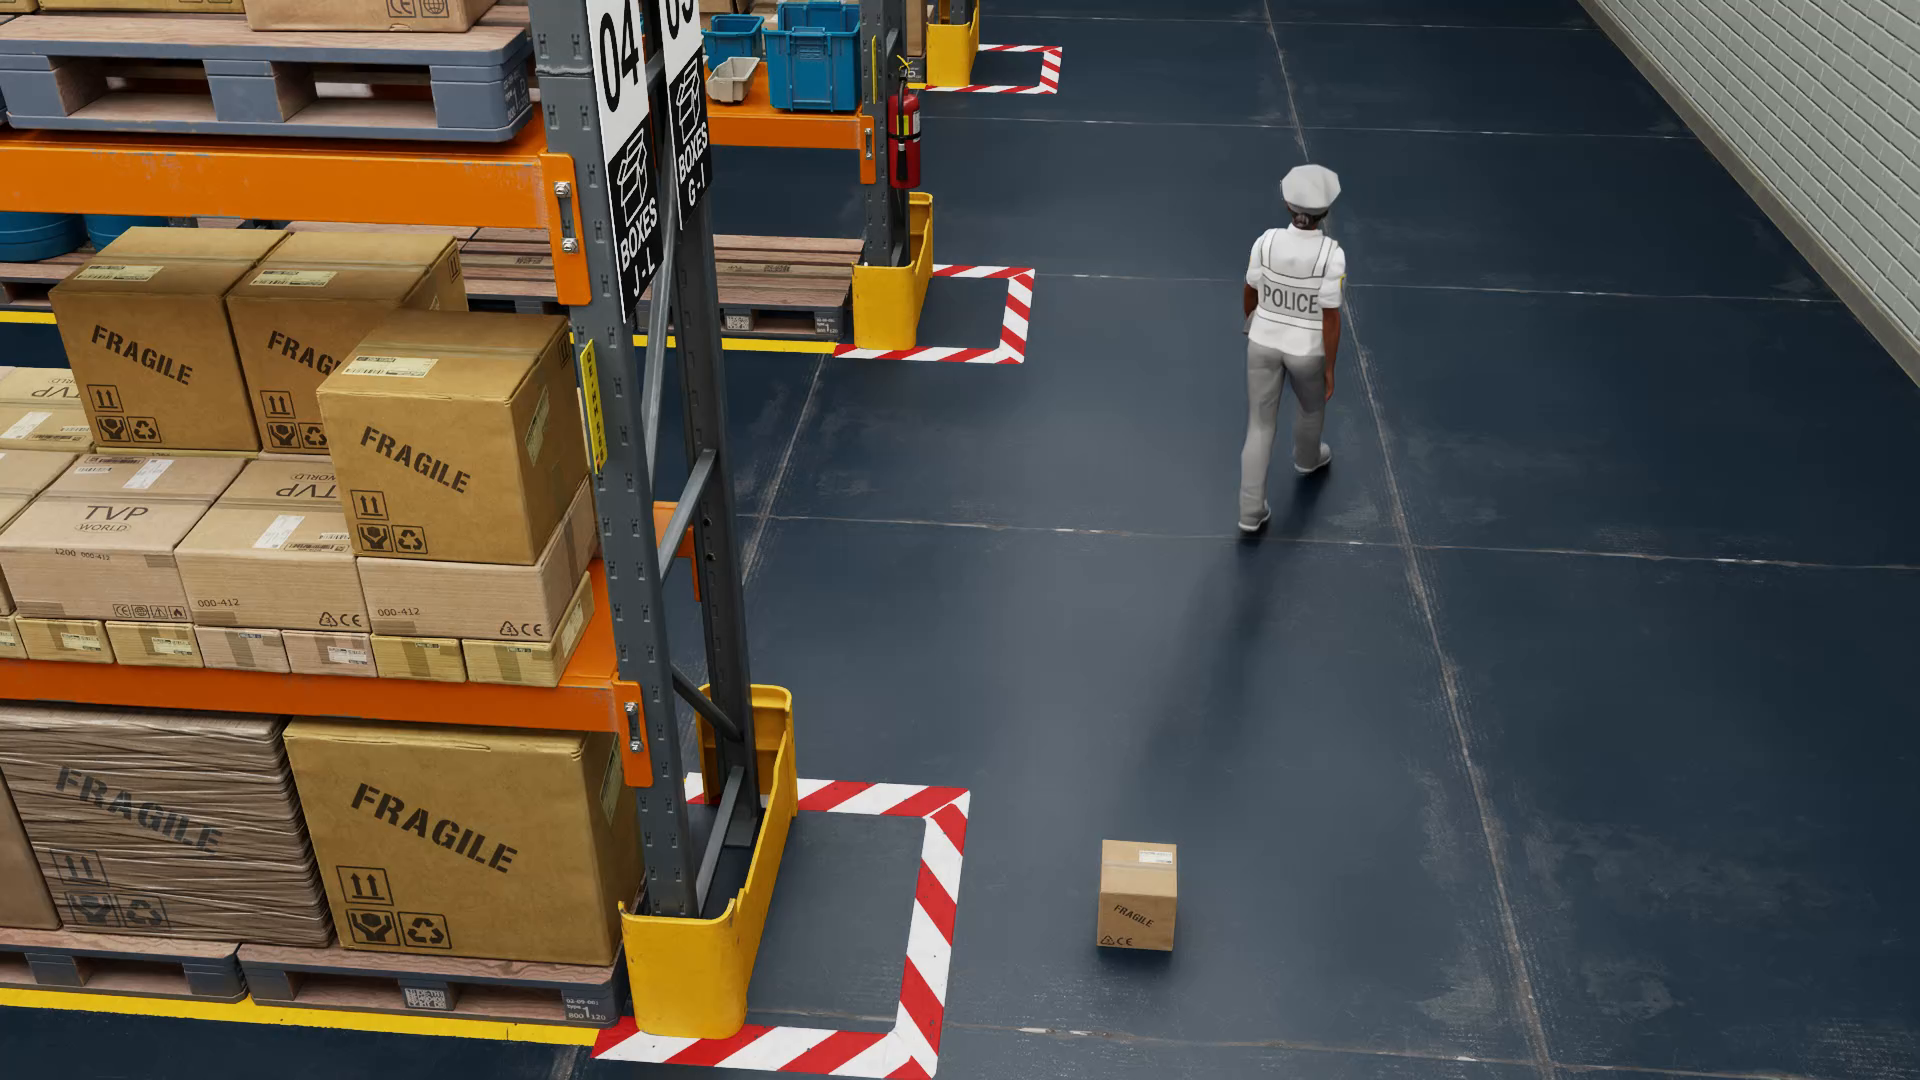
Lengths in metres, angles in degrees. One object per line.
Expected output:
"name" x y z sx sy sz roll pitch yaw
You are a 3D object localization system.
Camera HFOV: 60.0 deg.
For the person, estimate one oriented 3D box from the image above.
"person" 1.516 -0.933 7.568 0.480 1.636 0.943 12 34 18
